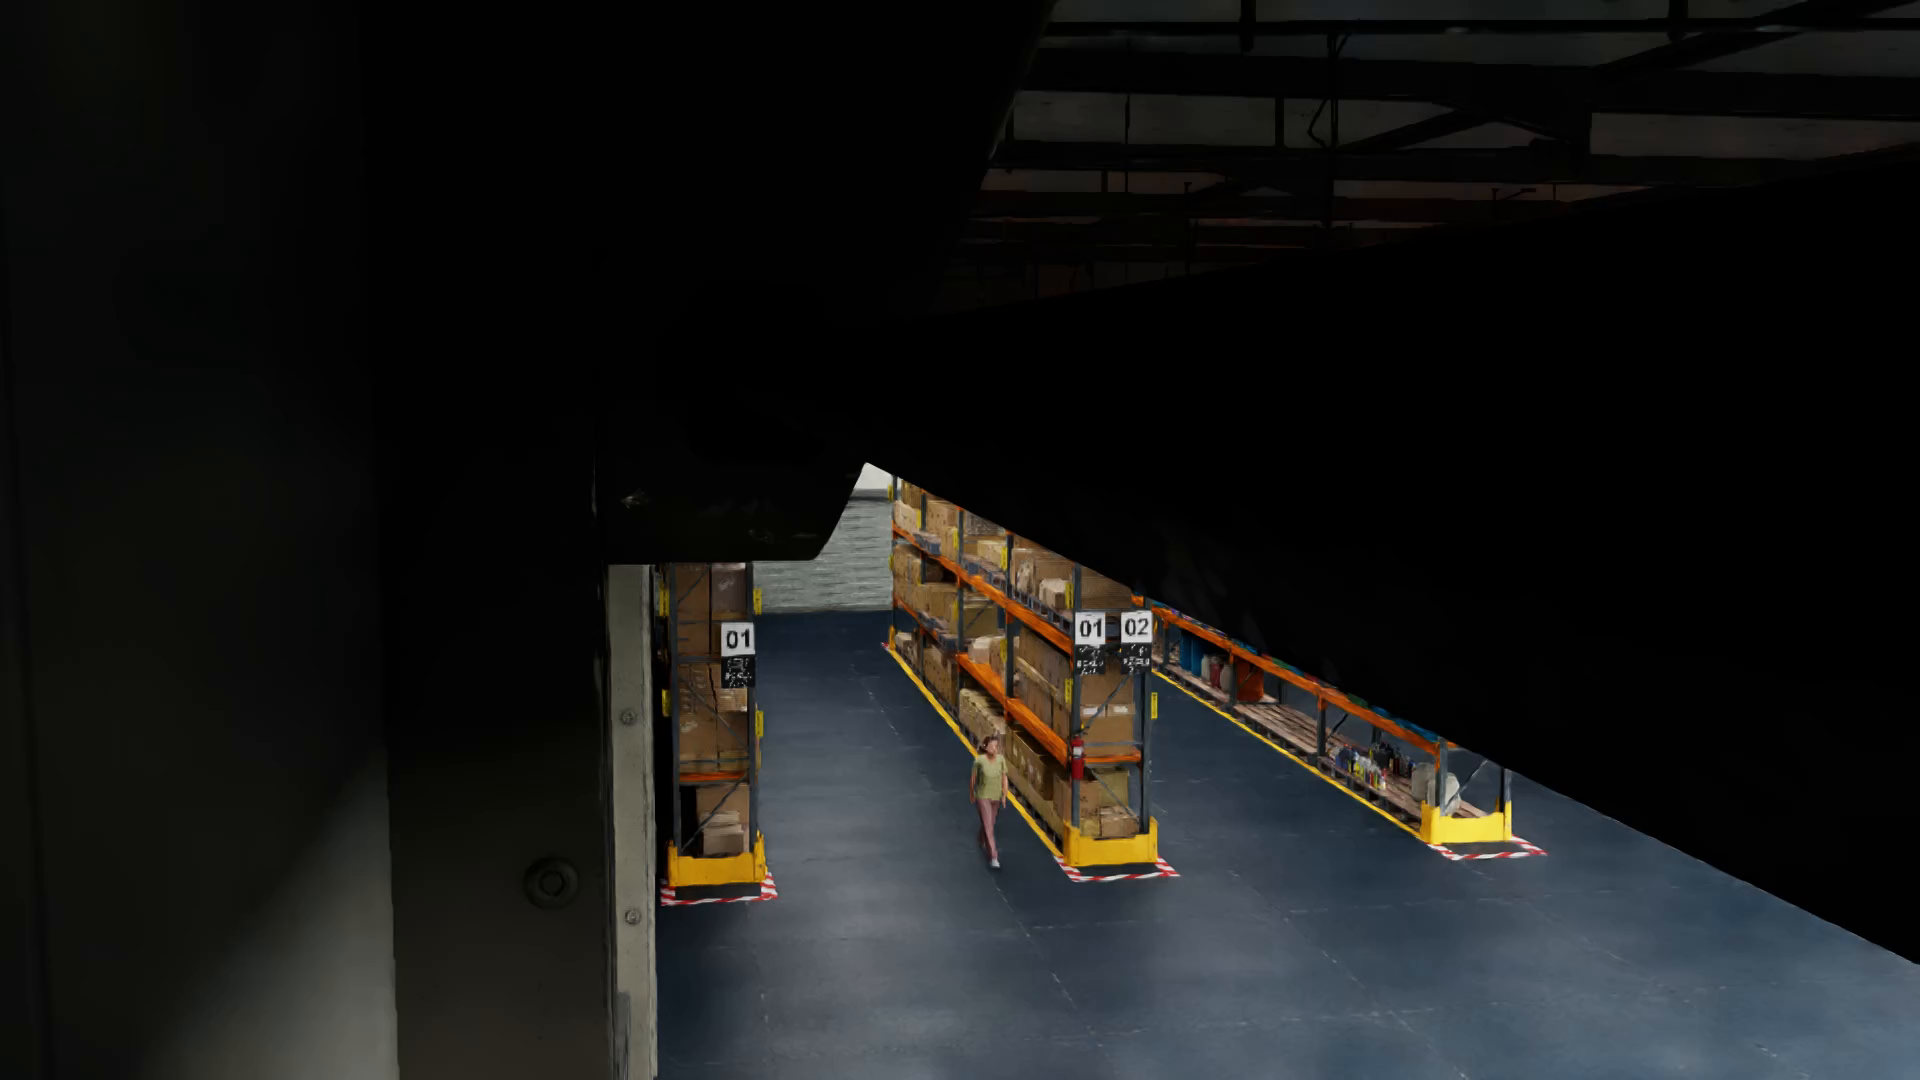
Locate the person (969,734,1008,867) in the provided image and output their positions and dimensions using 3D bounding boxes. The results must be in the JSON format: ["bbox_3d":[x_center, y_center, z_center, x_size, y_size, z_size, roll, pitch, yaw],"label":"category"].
[{"bbox_3d":[0.388,3.252,21.077,0.450,1.610,1.043,-2,7,-21],"label":"person"}]
